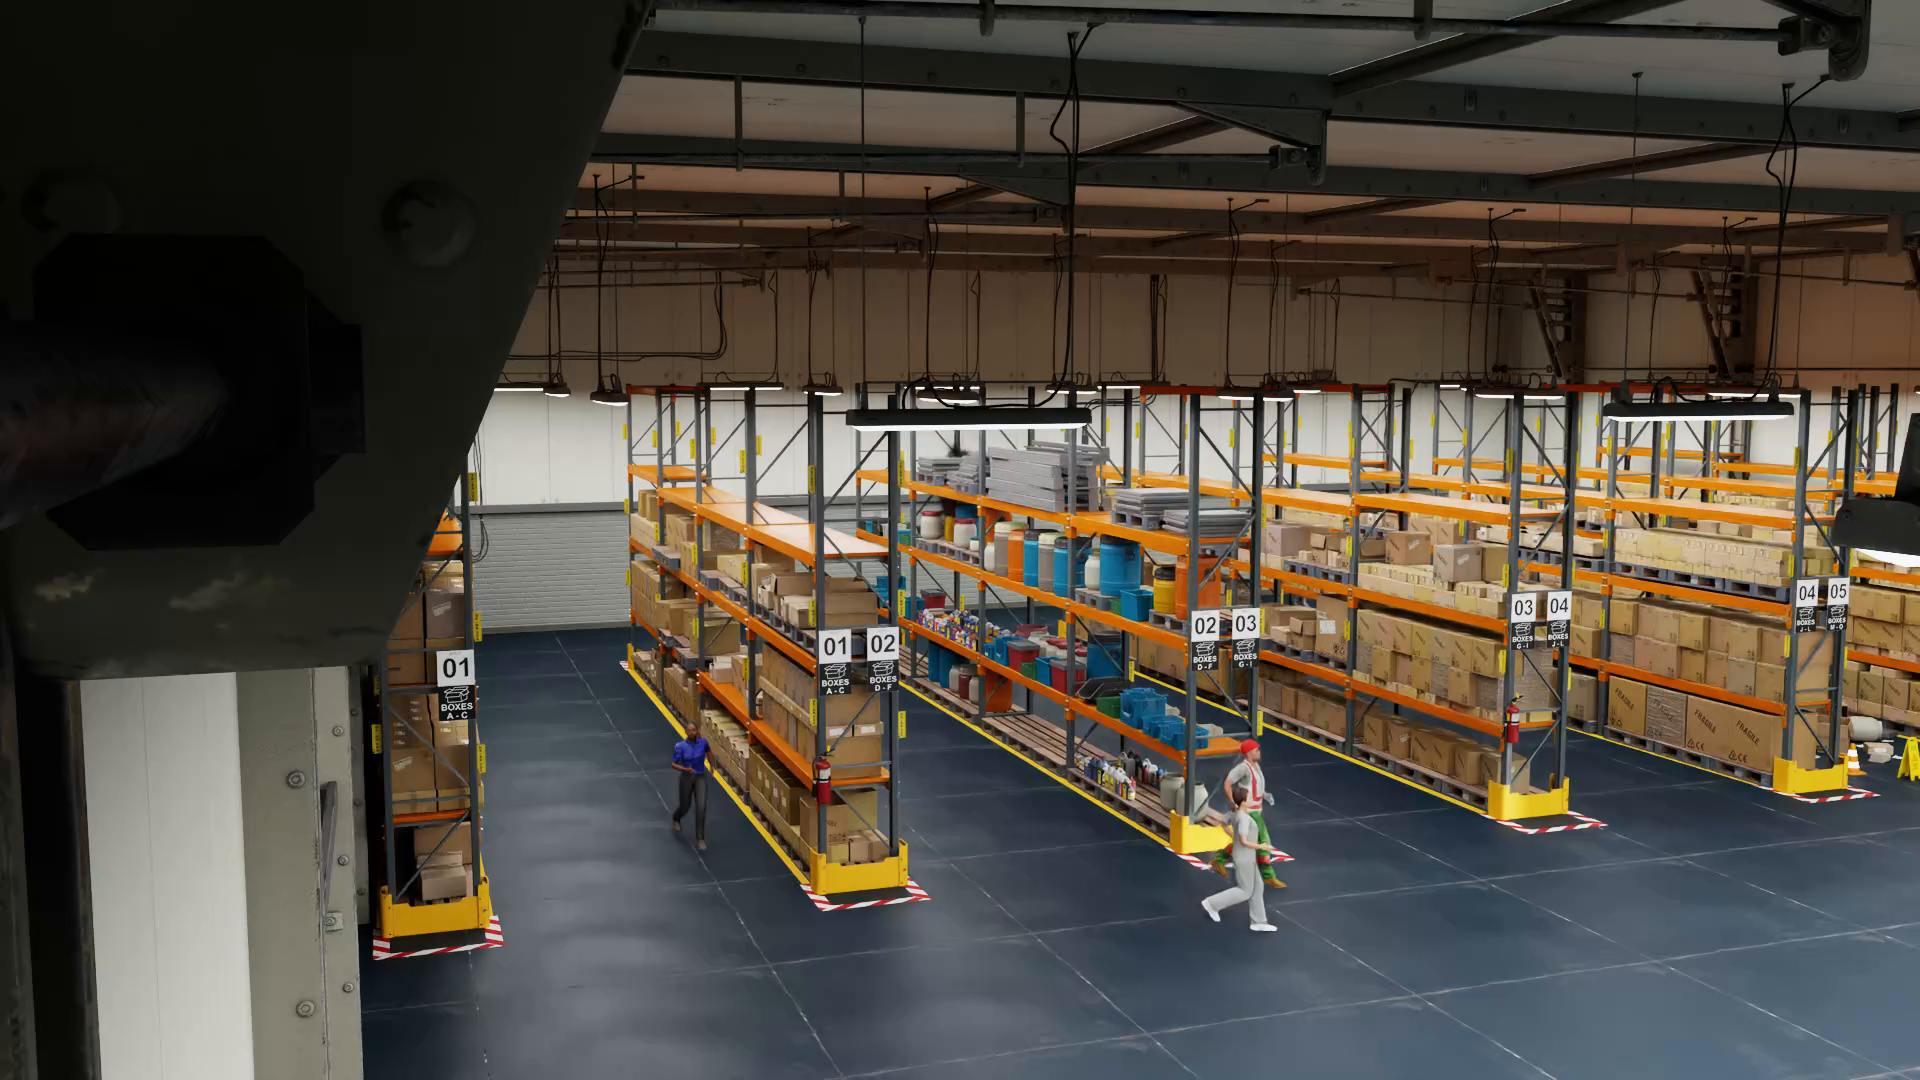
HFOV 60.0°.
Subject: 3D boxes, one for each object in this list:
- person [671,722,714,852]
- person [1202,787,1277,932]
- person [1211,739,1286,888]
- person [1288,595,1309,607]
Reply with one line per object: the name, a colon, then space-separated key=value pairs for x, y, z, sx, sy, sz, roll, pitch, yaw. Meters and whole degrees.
person: x=-3.567 y=3.228 z=22.162 sx=0.588 sy=1.672 sz=0.935 roll=-2 pitch=6 yaw=-21
person: x=3.140 y=3.589 z=18.658 sx=0.868 sy=1.658 sz=0.569 roll=0 pitch=6 yaw=-2
person: x=3.570 y=3.332 z=20.438 sx=0.956 sy=1.770 sz=0.671 roll=3 pitch=6 yaw=24
person: x=8.400 y=1.207 z=41.426 sx=0.692 sy=1.736 sz=0.783 roll=-6 pitch=8 yaw=-44
